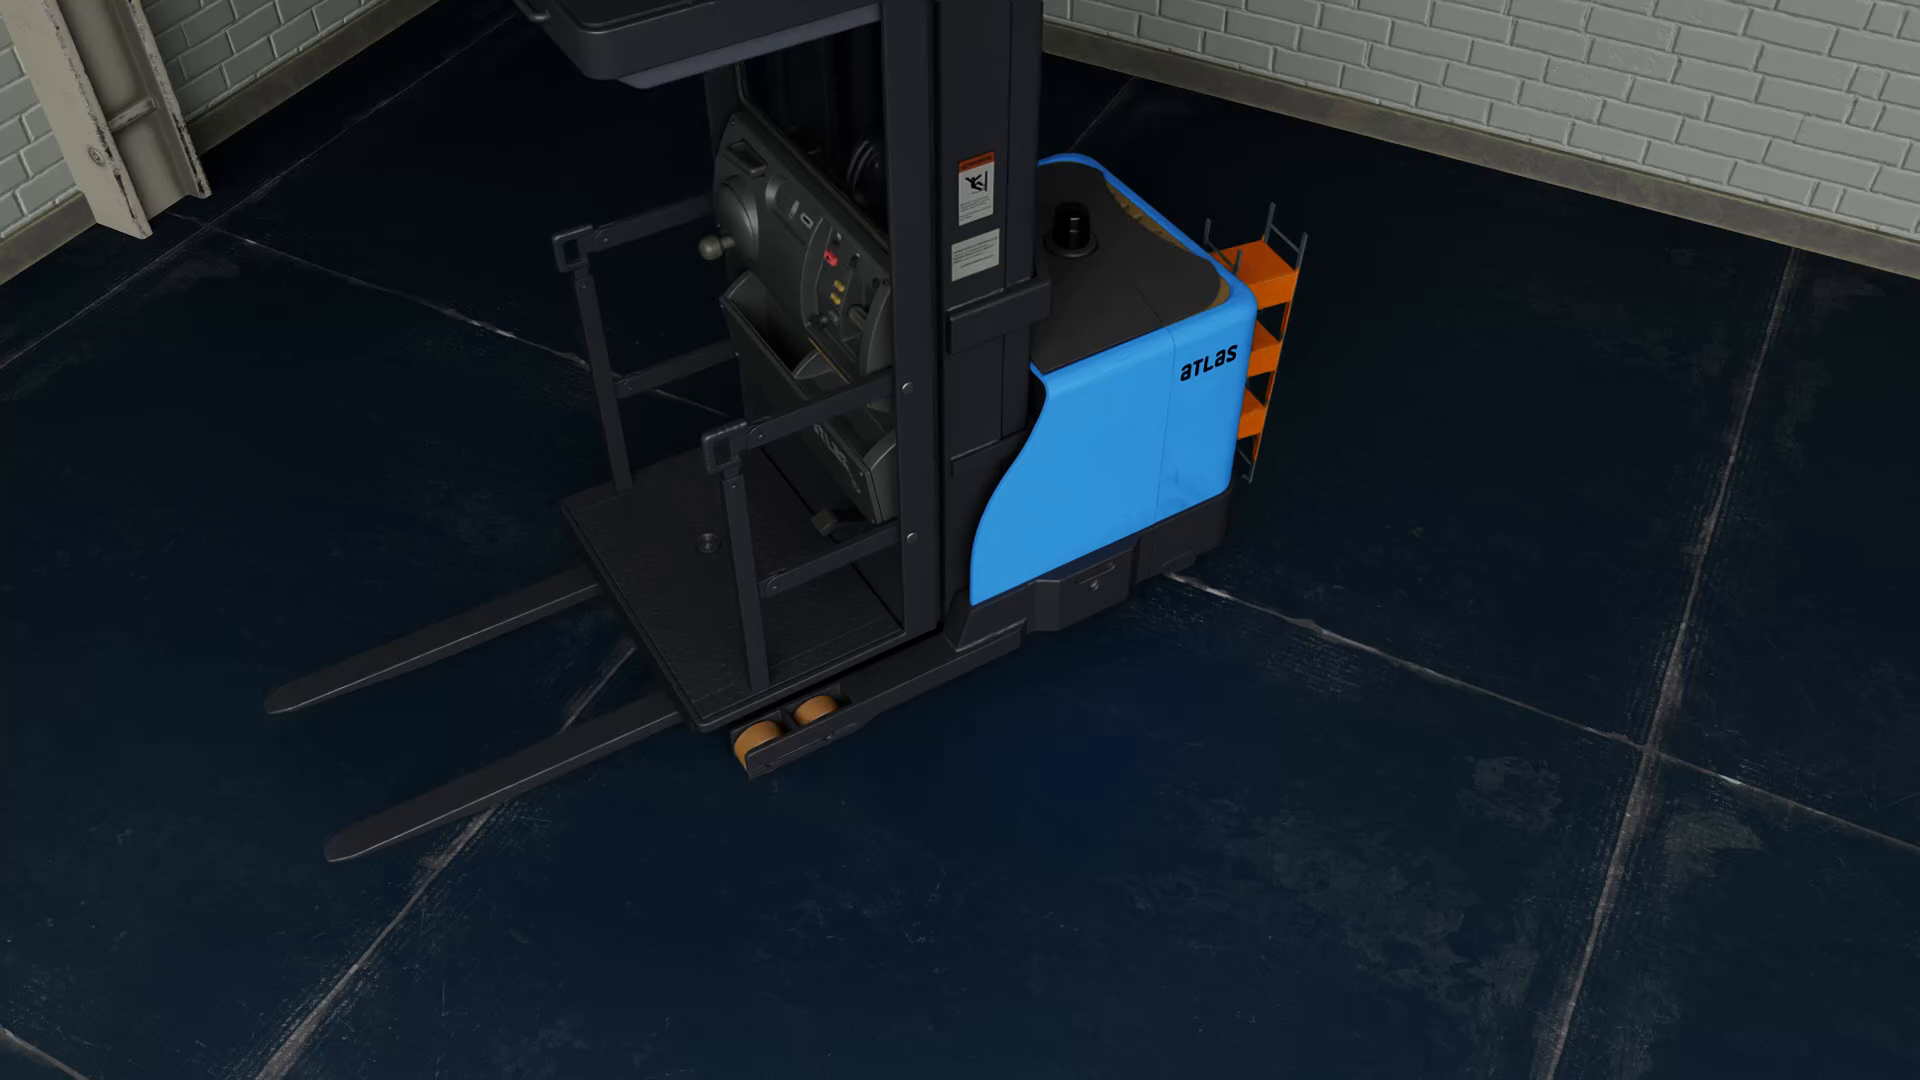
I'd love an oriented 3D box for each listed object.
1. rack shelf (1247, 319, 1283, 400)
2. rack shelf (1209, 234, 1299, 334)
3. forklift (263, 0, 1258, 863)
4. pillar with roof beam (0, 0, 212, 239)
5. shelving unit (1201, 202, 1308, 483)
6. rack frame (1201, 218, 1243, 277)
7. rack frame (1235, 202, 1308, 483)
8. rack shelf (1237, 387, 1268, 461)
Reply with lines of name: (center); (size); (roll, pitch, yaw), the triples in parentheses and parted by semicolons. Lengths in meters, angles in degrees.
rack shelf: (0.911, -0.604, 5.615); (0.240, 0.259, 0.215); (-17, 48, -20)
rack shelf: (0.924, -0.807, 5.417); (0.240, 0.259, 0.215); (-17, 48, -20)
forklift: (-0.615, -0.751, 4.432); (3.031, 2.935, 1.130); (-23, 50, -21)
pillar with roof beam: (0.331, -3.182, 2.568); (9.100, 9.000, 0.400); (20, 49, 19)
shelving unit: (0.911, -0.611, 5.608); (0.252, 1.050, 0.215); (-17, 48, -20)
rack frame: (0.802, -0.578, 5.565); (0.008, 1.050, 0.200); (-17, 48, -20)
rack frame: (1.021, -0.645, 5.650); (0.008, 1.050, 0.200); (-17, 48, -20)
rack shelf: (0.898, -0.405, 5.808); (0.240, 0.259, 0.215); (-17, 48, -20)
